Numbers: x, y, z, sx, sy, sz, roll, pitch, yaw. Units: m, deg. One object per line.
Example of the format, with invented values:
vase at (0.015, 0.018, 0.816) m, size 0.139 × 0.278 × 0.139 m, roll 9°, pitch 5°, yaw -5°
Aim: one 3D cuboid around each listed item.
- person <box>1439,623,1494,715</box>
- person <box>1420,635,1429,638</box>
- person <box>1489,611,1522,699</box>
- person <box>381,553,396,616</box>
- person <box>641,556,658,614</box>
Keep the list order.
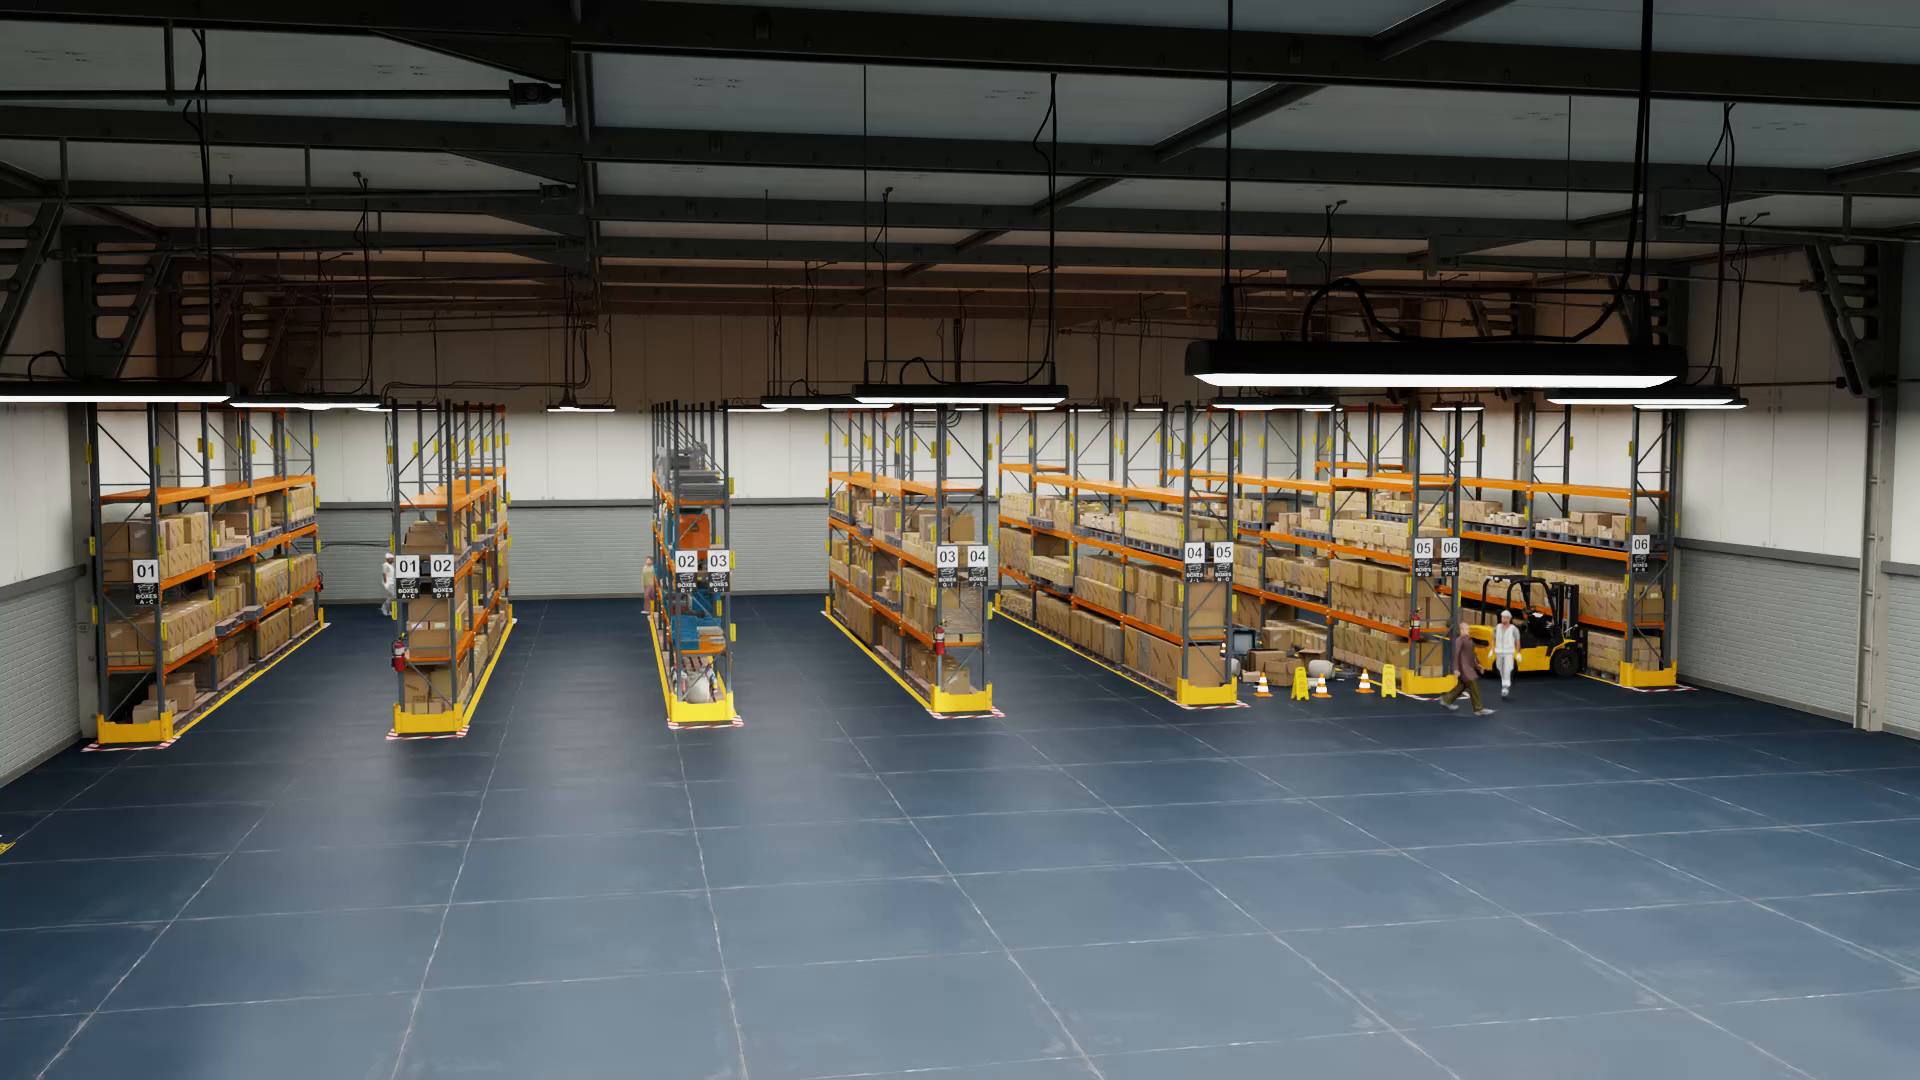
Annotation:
person at (9.688, 2.499, 31.784) m, size 1.069 × 1.649 × 0.610 m, roll 3°, pitch 5°, yaw 33°
person at (10.738, 1.965, 38.383) m, size 0.600 × 1.751 × 0.634 m, roll -3°, pitch 5°, yaw -35°
person at (11.028, 2.305, 33.664) m, size 0.620 × 1.749 × 1.022 m, roll 3°, pitch 5°, yaw 33°
person at (-16.213, 1.257, 47.210) m, size 0.455 × 1.782 × 0.594 m, roll -1°, pitch 4°, yaw -9°
person at (-8.917, 1.280, 47.872) m, size 0.440 × 1.645 × 0.811 m, roll 4°, pitch 6°, yaw 42°
